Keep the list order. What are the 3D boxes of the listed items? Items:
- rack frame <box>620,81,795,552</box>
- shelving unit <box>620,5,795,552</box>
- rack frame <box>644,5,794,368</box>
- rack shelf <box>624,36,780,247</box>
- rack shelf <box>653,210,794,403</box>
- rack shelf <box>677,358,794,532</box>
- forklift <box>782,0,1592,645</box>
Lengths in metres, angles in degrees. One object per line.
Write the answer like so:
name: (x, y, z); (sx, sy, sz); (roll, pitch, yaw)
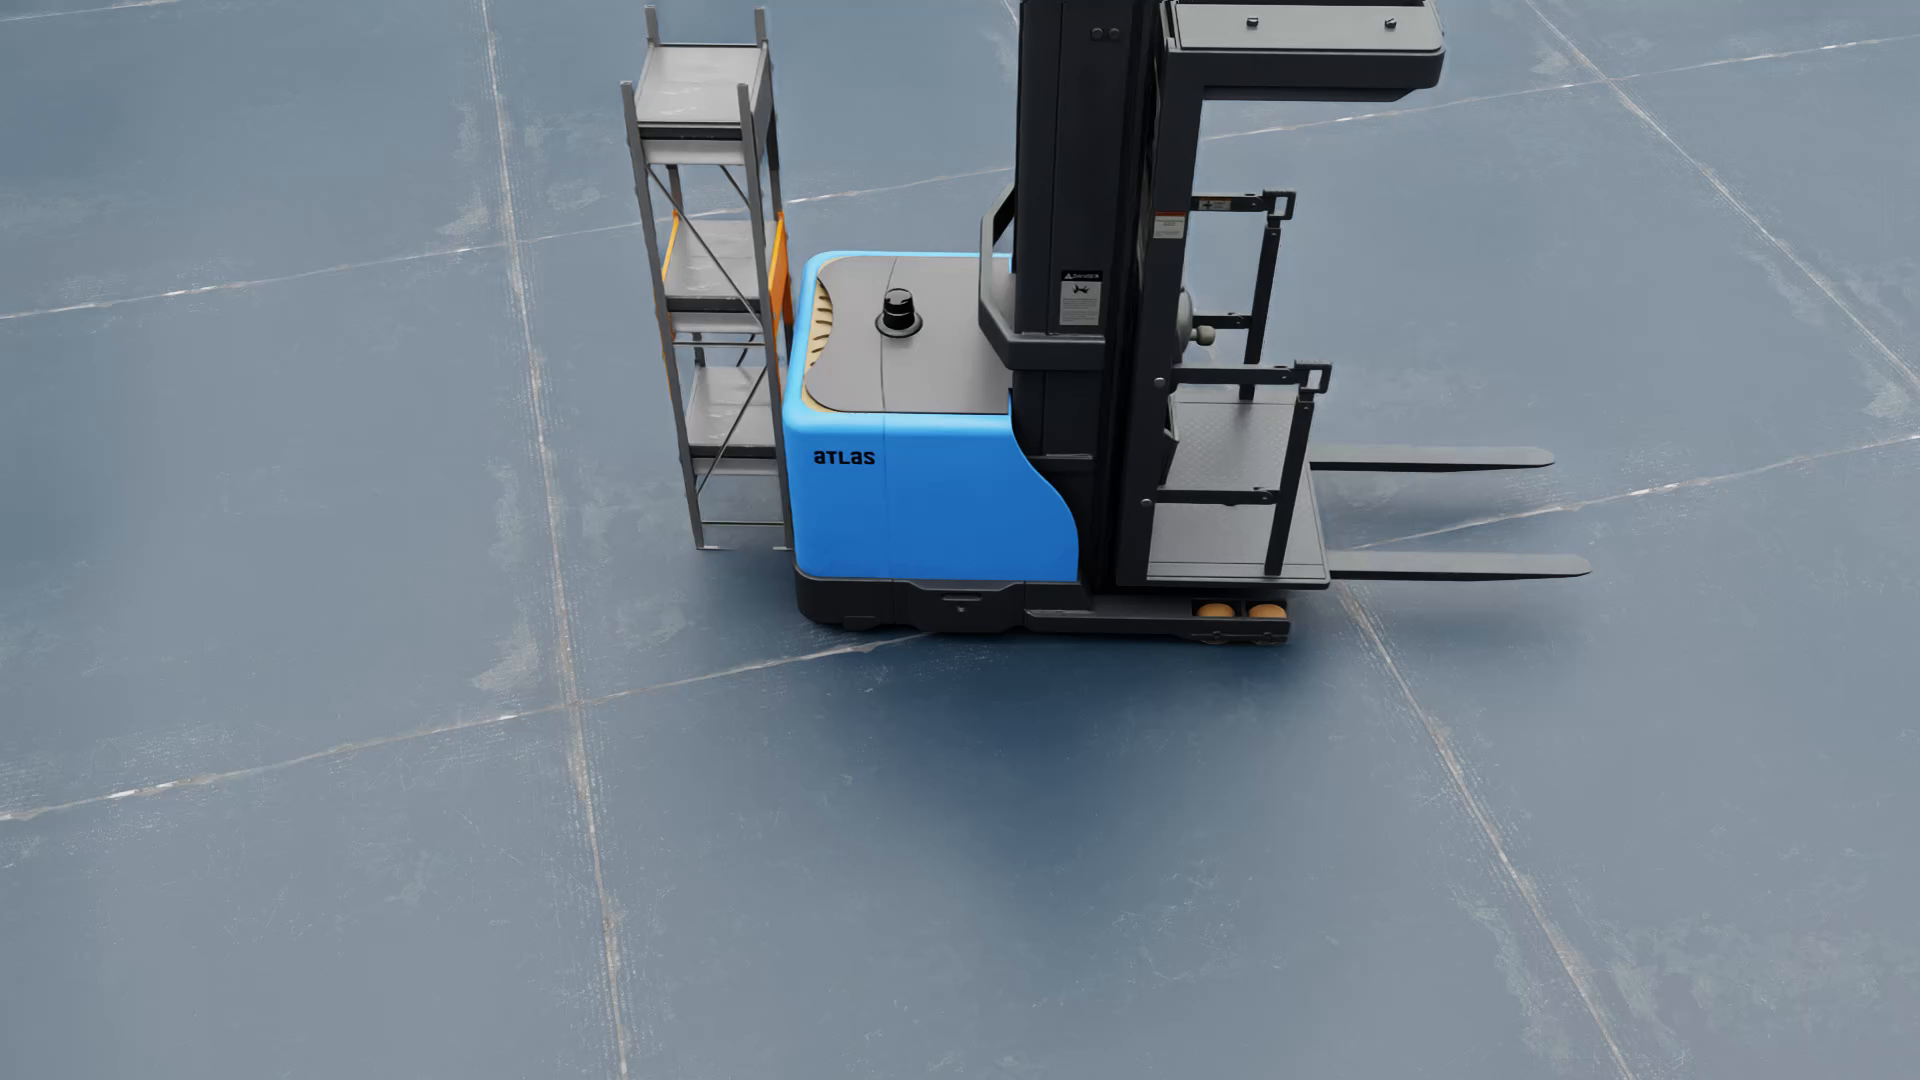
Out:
rack frame: (-0.865, -0.697, 5.963); (0.400, 2.100, 0.015); (1, 46, 1)
shelving unit: (-0.860, -0.871, 6.133); (0.431, 2.100, 0.503); (1, 46, 1)
rack frame: (-0.854, -1.045, 6.304); (0.400, 2.100, 0.015); (1, 46, 1)
rack shelf: (-0.860, -1.351, 5.643); (0.431, 0.518, 0.480); (1, 46, 1)
rack shelf: (-0.860, -0.861, 6.143); (0.431, 0.518, 0.480); (1, 46, 1)
rack shelf: (-0.860, -0.372, 6.643); (0.431, 0.518, 0.480); (1, 46, 1)
forklift: (0.897, -1.012, 5.689); (3.031, 2.935, 1.130); (1, 46, 1)
